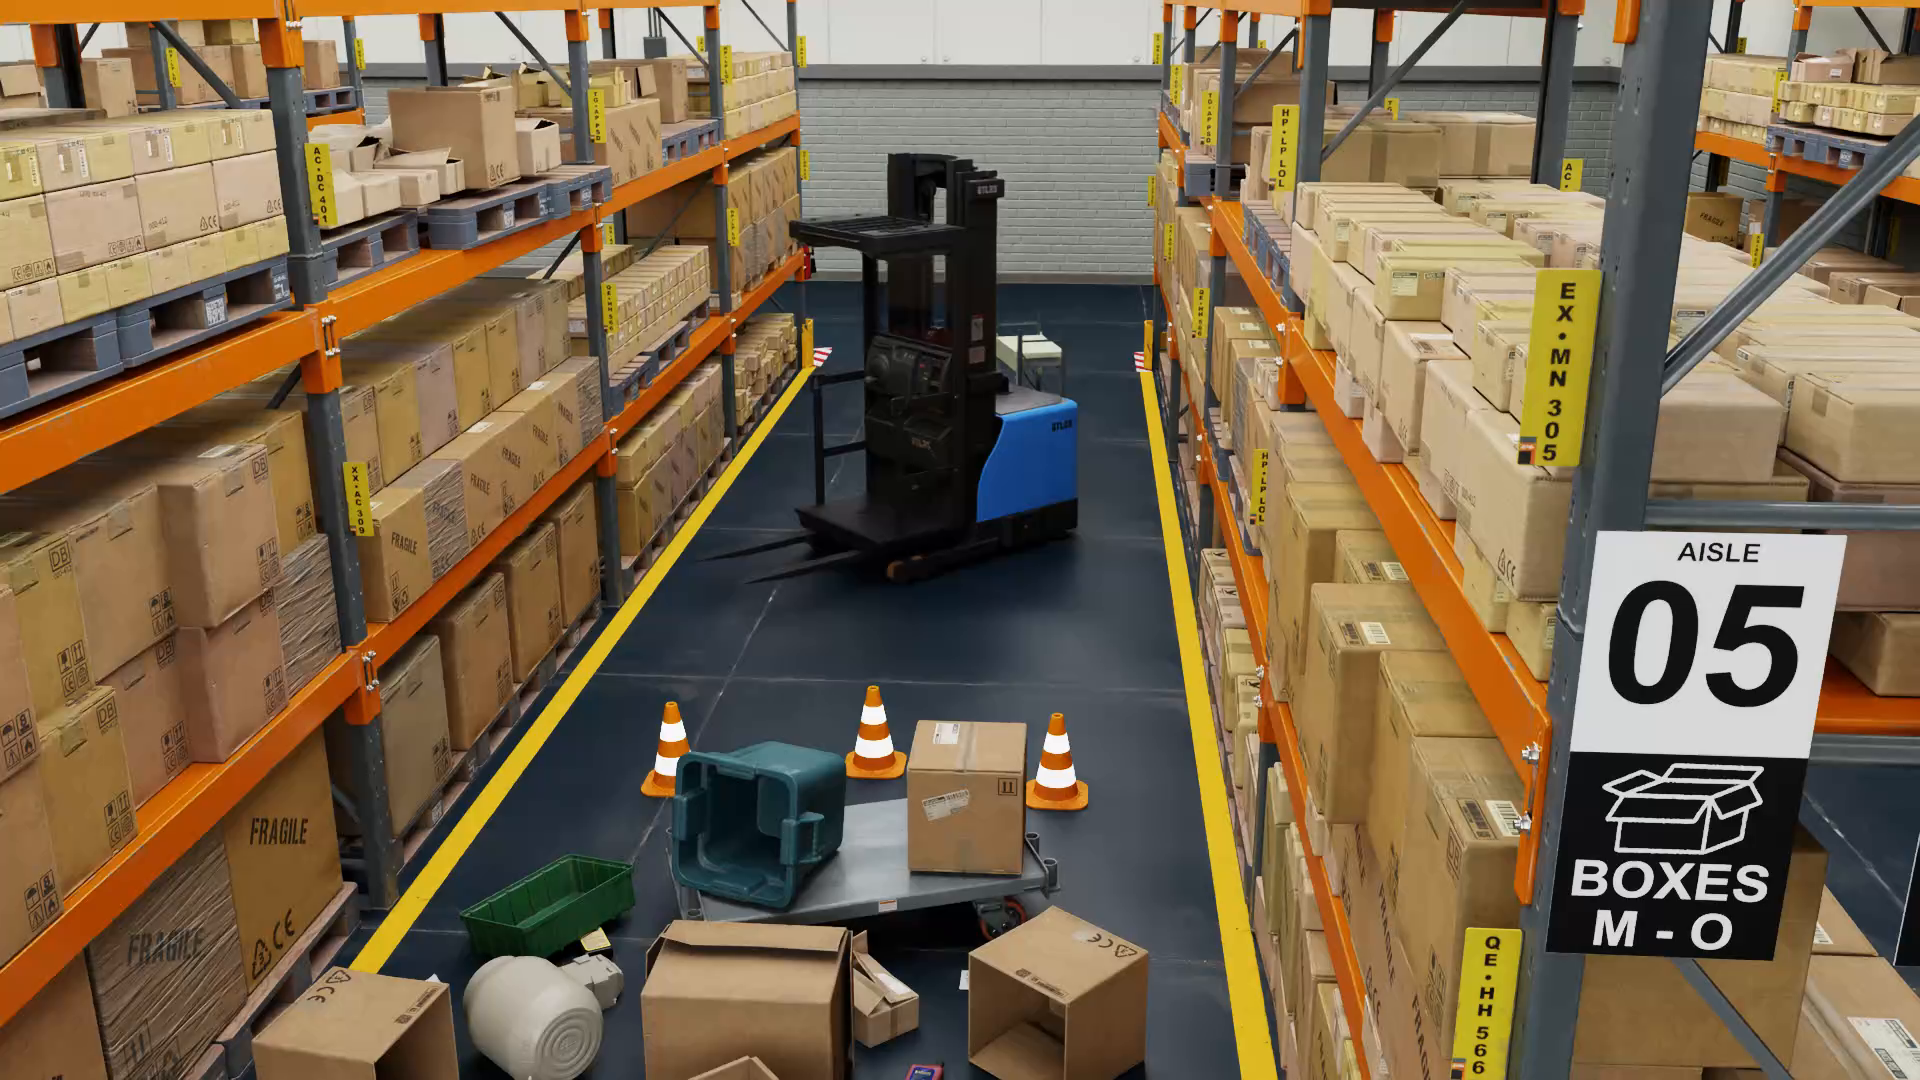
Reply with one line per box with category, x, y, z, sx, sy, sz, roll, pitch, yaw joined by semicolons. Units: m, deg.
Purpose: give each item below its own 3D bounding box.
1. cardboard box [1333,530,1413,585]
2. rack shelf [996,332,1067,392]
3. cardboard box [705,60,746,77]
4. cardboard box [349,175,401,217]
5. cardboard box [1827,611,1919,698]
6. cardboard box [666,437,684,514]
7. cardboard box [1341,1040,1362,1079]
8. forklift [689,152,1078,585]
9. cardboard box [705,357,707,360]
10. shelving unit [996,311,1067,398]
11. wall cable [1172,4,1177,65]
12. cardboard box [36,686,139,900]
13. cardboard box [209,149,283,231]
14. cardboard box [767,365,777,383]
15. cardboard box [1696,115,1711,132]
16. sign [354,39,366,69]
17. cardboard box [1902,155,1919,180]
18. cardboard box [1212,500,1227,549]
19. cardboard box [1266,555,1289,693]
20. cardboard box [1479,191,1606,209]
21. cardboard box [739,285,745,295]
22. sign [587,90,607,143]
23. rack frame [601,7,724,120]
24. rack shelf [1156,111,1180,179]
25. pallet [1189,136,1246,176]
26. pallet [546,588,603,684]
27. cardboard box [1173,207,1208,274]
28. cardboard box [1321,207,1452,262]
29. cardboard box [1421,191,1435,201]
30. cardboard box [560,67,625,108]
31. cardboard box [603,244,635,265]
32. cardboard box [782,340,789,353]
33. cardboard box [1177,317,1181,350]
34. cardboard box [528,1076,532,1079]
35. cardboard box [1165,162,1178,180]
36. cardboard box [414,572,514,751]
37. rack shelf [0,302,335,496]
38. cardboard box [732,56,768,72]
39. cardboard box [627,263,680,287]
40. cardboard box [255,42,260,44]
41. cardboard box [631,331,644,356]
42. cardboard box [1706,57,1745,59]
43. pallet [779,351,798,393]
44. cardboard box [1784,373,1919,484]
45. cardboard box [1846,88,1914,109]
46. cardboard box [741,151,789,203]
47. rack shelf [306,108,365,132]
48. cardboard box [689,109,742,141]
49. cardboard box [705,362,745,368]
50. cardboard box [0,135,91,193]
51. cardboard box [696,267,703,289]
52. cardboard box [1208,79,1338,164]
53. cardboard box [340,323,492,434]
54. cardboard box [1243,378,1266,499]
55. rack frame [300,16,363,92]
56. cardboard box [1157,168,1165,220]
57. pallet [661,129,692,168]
cardboard box;1.501;0.289;4.980;0.700;0.500;0.500;1;18;4
rack shelf;0.573;-1.462;13.722;0.431;0.370;0.720;-4;19;-12
cardboard box;-2.216;-4.410;15.544;0.380;0.149;0.250;1;18;2
cardboard box;-2.806;-1.605;7.756;0.250;0.149;0.380;1;18;4
cardboard box;1.877;0.184;3.130;0.380;0.149;0.250;1;18;4
cardboard box;-2.471;-0.519;13.031;0.500;0.500;0.500;1;18;3
cardboard box;1.308;1.580;4.779;0.380;0.149;0.250;2;18;5
forklift;-0.541;-1.261;12.064;3.031;2.935;1.130;-14;23;-37
cardboard box;-2.768;-1.871;16.764;0.380;0.149;0.250;1;18;2
shelving unit;0.573;-1.091;13.843;0.431;1.500;0.755;-4;19;-12
wall cable;2.804;-8.007;22.908;0.463;3.000;0.029;1;18;4
cardboard box;-3.254;0.811;5.389;0.875;0.550;0.500;1;18;4
cardboard box;-2.907;-1.320;6.244;0.500;0.250;0.500;1;18;3
cardboard box;-2.120;-1.735;17.304;0.380;0.149;0.250;2;18;5
cardboard box;7.153;-3.935;15.700;0.380;0.149;0.250;2;18;5
sign;-6.667;-5.397;18.464;0.100;0.325;0.005;1;18;4
cardboard box;6.920;-2.620;11.524;0.500;0.250;0.500;1;18;4
cardboard box;2.236;-0.301;11.763;0.875;0.875;0.875;1;18;3
cardboard box;1.507;0.285;6.597;0.500;0.500;0.500;1;18;4
cardboard box;2.069;-1.156;5.938;0.380;0.149;0.250;1;18;3
cardboard box;-2.271;-2.432;15.930;0.380;0.149;0.250;0;18;1
sign;-2.288;-2.672;10.485;0.100;0.325;0.005;1;18;4
rack frame;-2.554;-5.071;13.947;1.000;3.000;0.127;1;18;4
rack shelf;2.533;-3.846;16.181;1.077;0.370;4.000;1;18;4
pallet;2.174;-2.783;12.085;1.003;0.211;1.213;2;18;6
pallet;-2.973;0.590;10.782;1.003;0.211;1.213;1;18;4
cardboard box;2.072;-2.534;14.071;0.500;0.500;0.500;1;18;5
cardboard box;1.405;-1.007;5.484;0.380;0.149;0.250;1;18;4
cardboard box;1.714;-1.395;7.112;0.500;0.250;0.500;1;18;3
cardboard box;-2.500;-3.094;11.342;0.396;0.266;0.258;1;18;4
cardboard box;-3.041;-2.471;14.421;0.380;0.149;0.250;2;18;7
cardboard box;-2.056;-2.117;17.993;0.380;0.149;0.250;1;18;2
cardboard box;2.007;-1.620;13.289;0.500;0.250;0.500;1;18;3
cardboard box;-1.414;2.139;5.970;0.396;0.266;0.258;4;19;13
cardboard box;2.222;-3.630;16.375;0.380;0.149;0.250;1;18;3
cardboard box;-3.100;0.640;9.092;1.050;0.750;0.750;1;18;4
rack shelf;-3.271;-0.198;5.048;1.077;0.370;4.000;1;18;4
cardboard box;-2.122;-4.737;16.542;0.380;0.149;0.250;2;18;5
cardboard box;-2.467;-2.133;13.388;0.380;0.149;0.250;1;18;2
cardboard box;-7.341;-4.828;17.028;0.700;0.500;0.500;0;18;0
cardboard box;-2.552;-1.444;12.240;0.380;0.149;0.250;2;18;6
cardboard box;7.268;-4.561;16.168;0.500;0.250;0.500;1;18;3
pallet;-2.367;-1.862;18.267;1.003;0.211;1.213;1;18;4
cardboard box;1.759;-0.205;3.037;0.380;0.149;0.250;1;18;4
cardboard box;6.922;-3.319;12.510;0.380;0.149;0.250;2;18;5
cardboard box;-2.089;-3.822;17.524;0.500;0.500;0.500;1;18;2
rack shelf;-7.351;-4.067;16.856;1.077;0.370;4.000;1;18;4
cardboard box;-2.258;-3.712;14.859;0.500;0.250;0.500;2;18;7
cardboard box;-2.275;-1.614;15.980;0.380;0.149;0.250;1;18;3
cardboard box;-2.927;-1.155;5.101;0.380;0.149;0.250;1;18;3
cardboard box;-2.404;-2.232;14.169;0.380;0.149;0.250;1;18;4
cardboard box;1.980;-2.693;10.668;0.797;0.503;0.637;0;18;1
cardboard box;-2.989;-0.886;9.044;0.700;0.500;0.500;1;18;3
cardboard box;1.698;-0.508;8.342;0.500;0.500;0.500;2;18;6
rack frame;-7.208;-6.456;18.172;1.000;3.000;0.127;1;18;4
cardboard box;2.328;-3.603;17.334;0.500;0.500;0.500;1;18;2
pallet;-2.776;-3.045;12.883;1.213;0.211;1.003;1;18;4
